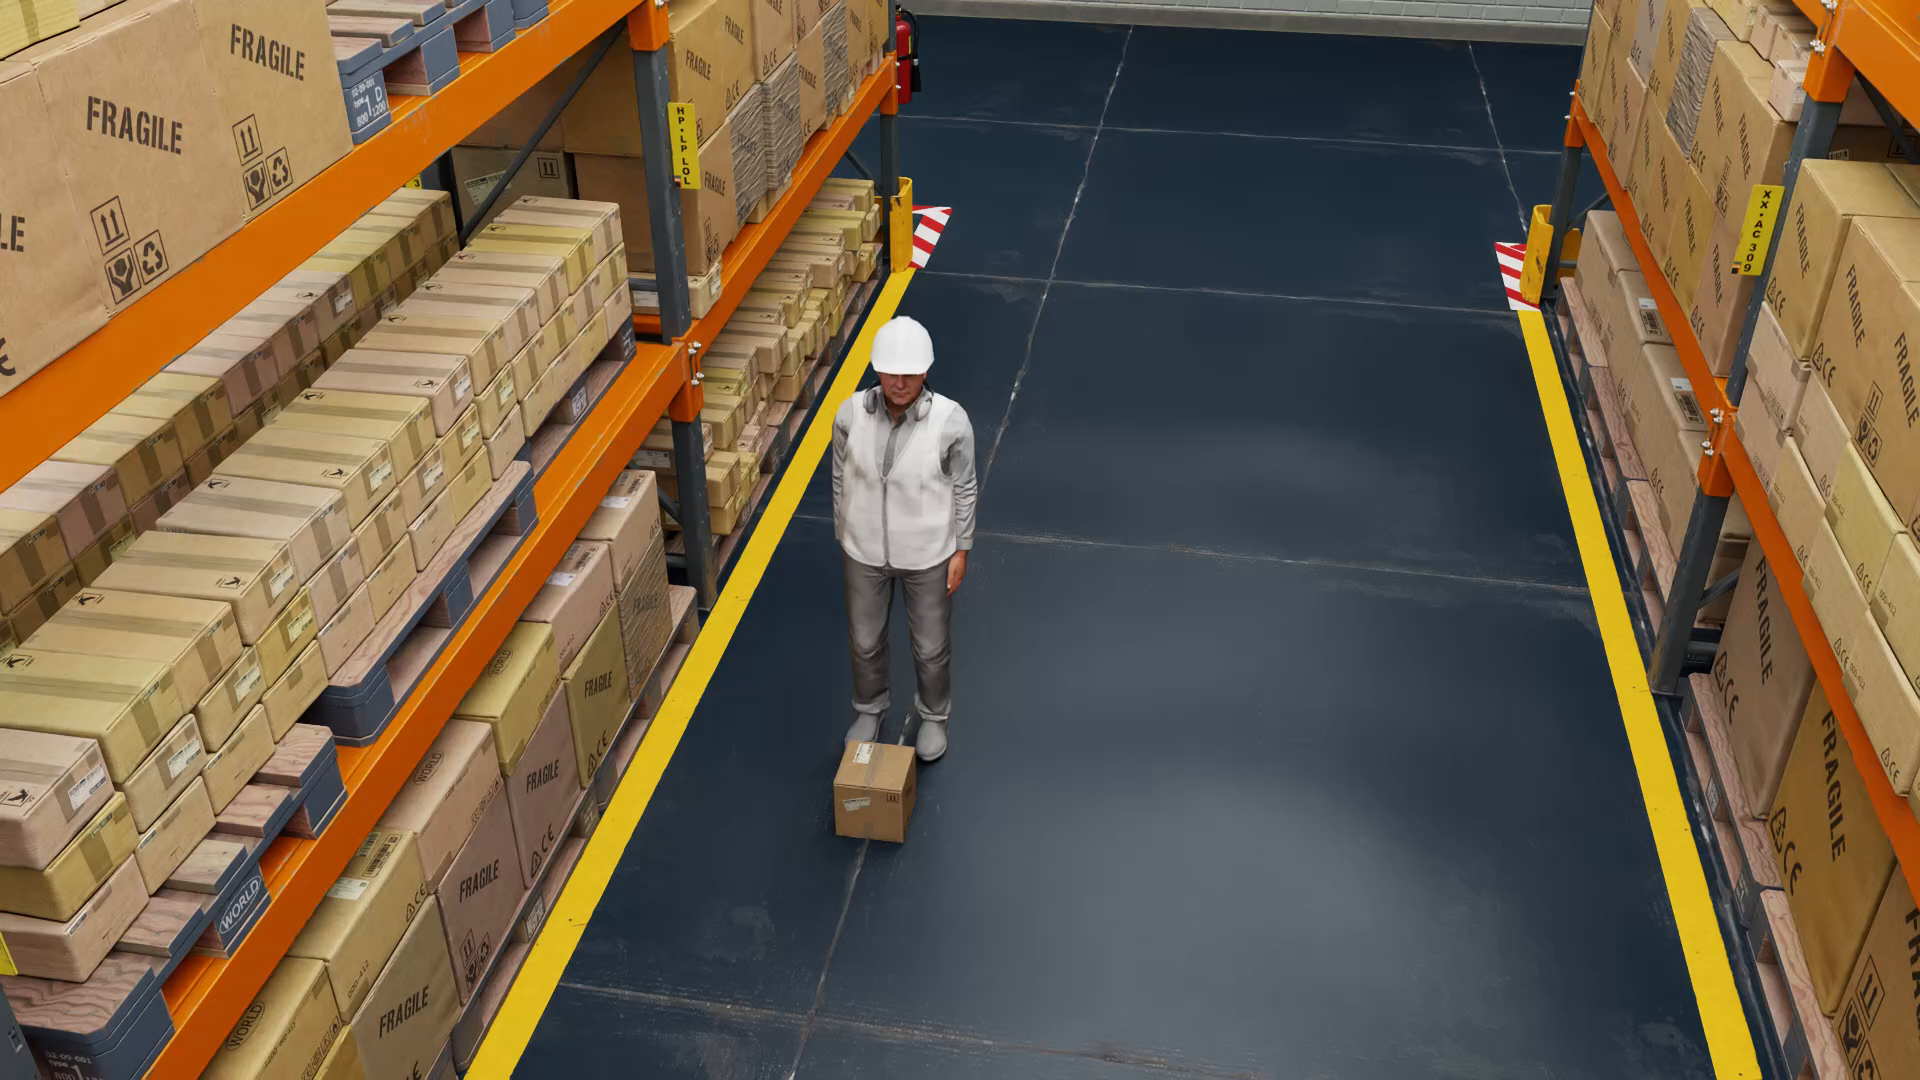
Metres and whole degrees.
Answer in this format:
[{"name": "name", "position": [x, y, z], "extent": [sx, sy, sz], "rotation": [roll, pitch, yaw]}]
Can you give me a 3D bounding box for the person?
[{"name": "person", "position": [-0.206, 0.020, 6.084], "extent": [0.534, 1.769, 0.359], "rotation": [6, 33, 9]}]
